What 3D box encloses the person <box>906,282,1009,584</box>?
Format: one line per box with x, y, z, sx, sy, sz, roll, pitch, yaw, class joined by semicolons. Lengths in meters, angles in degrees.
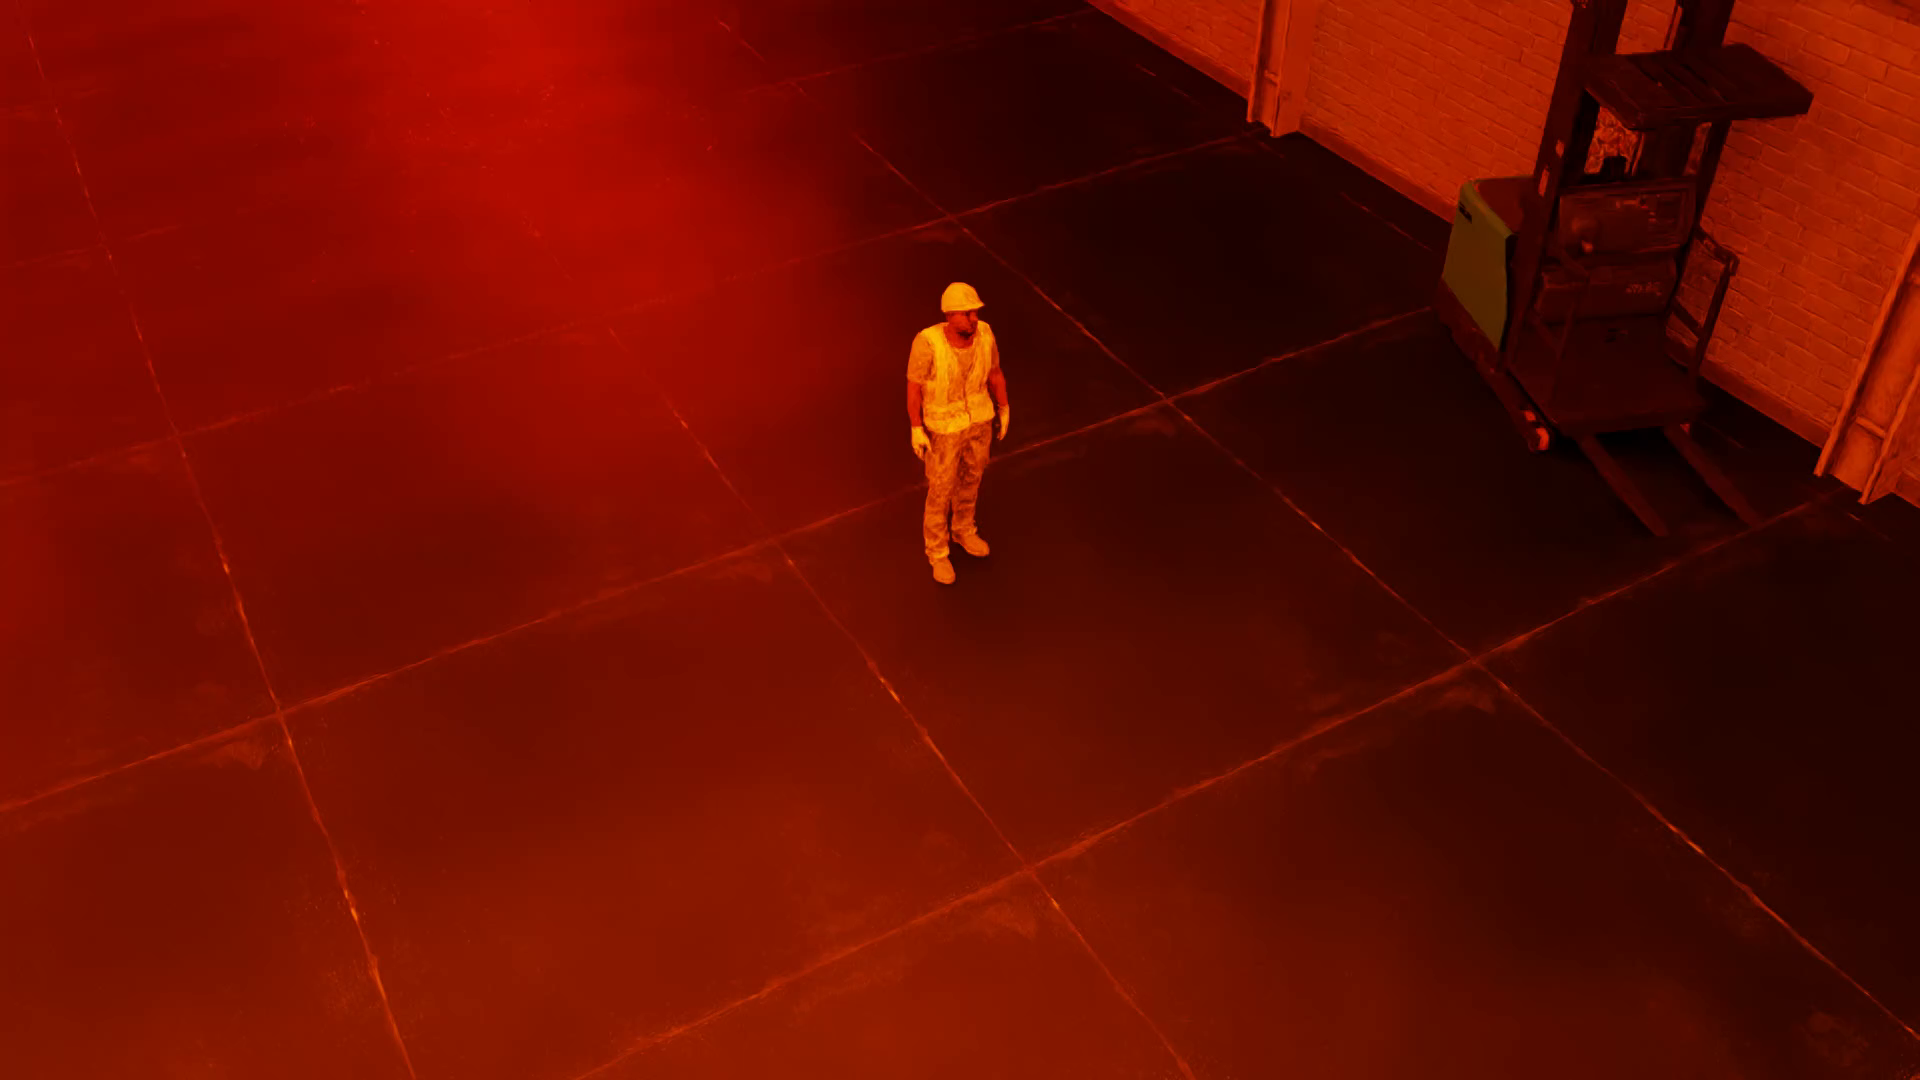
0.029;-0.649;9.707;0.655;1.782;0.576;-20;44;-23;person

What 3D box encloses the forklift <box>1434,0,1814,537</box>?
4.273;-1.966;10.407;1.130;2.935;3.031;-7;40;-8;forklift
